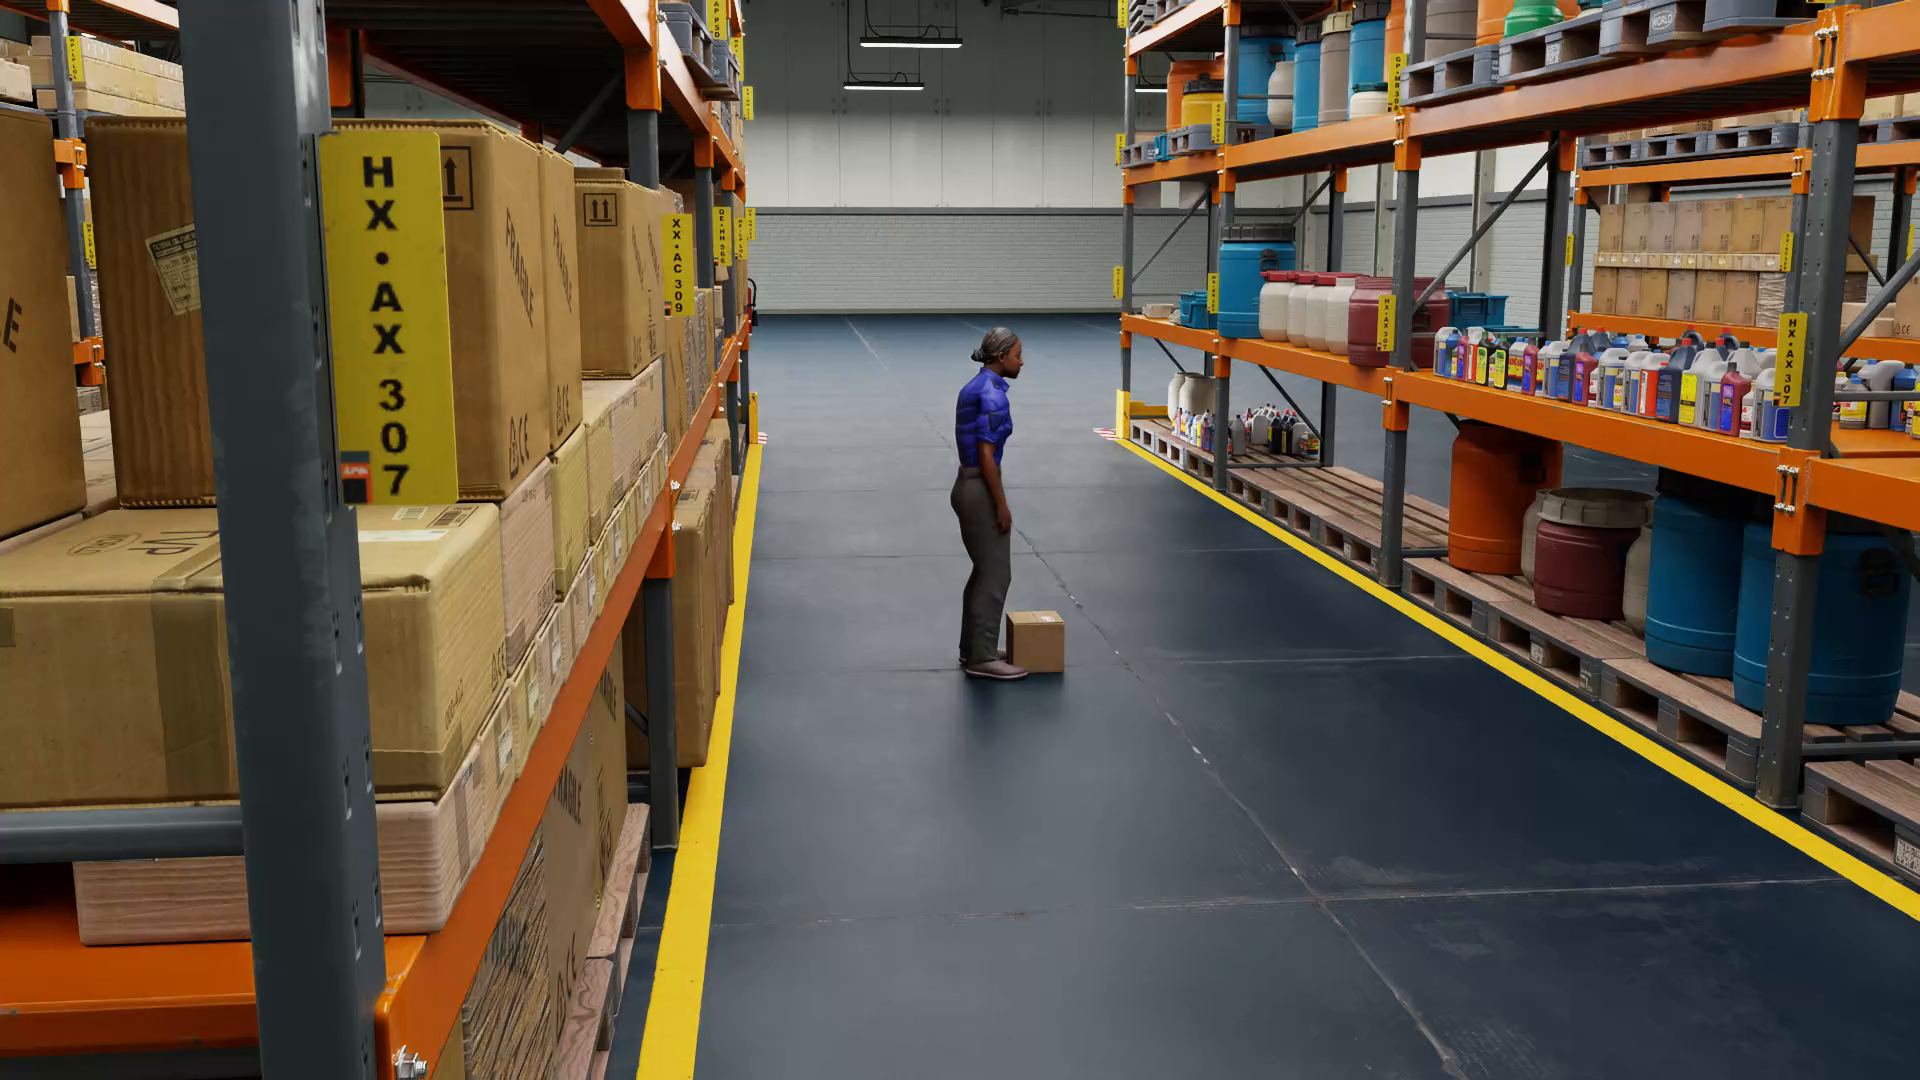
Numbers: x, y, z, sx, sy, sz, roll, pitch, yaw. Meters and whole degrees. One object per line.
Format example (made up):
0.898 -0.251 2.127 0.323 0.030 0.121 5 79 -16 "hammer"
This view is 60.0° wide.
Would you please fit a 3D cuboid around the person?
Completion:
0.136 -0.189 7.978 0.348 1.655 0.527 -1 10 -7 "person"
